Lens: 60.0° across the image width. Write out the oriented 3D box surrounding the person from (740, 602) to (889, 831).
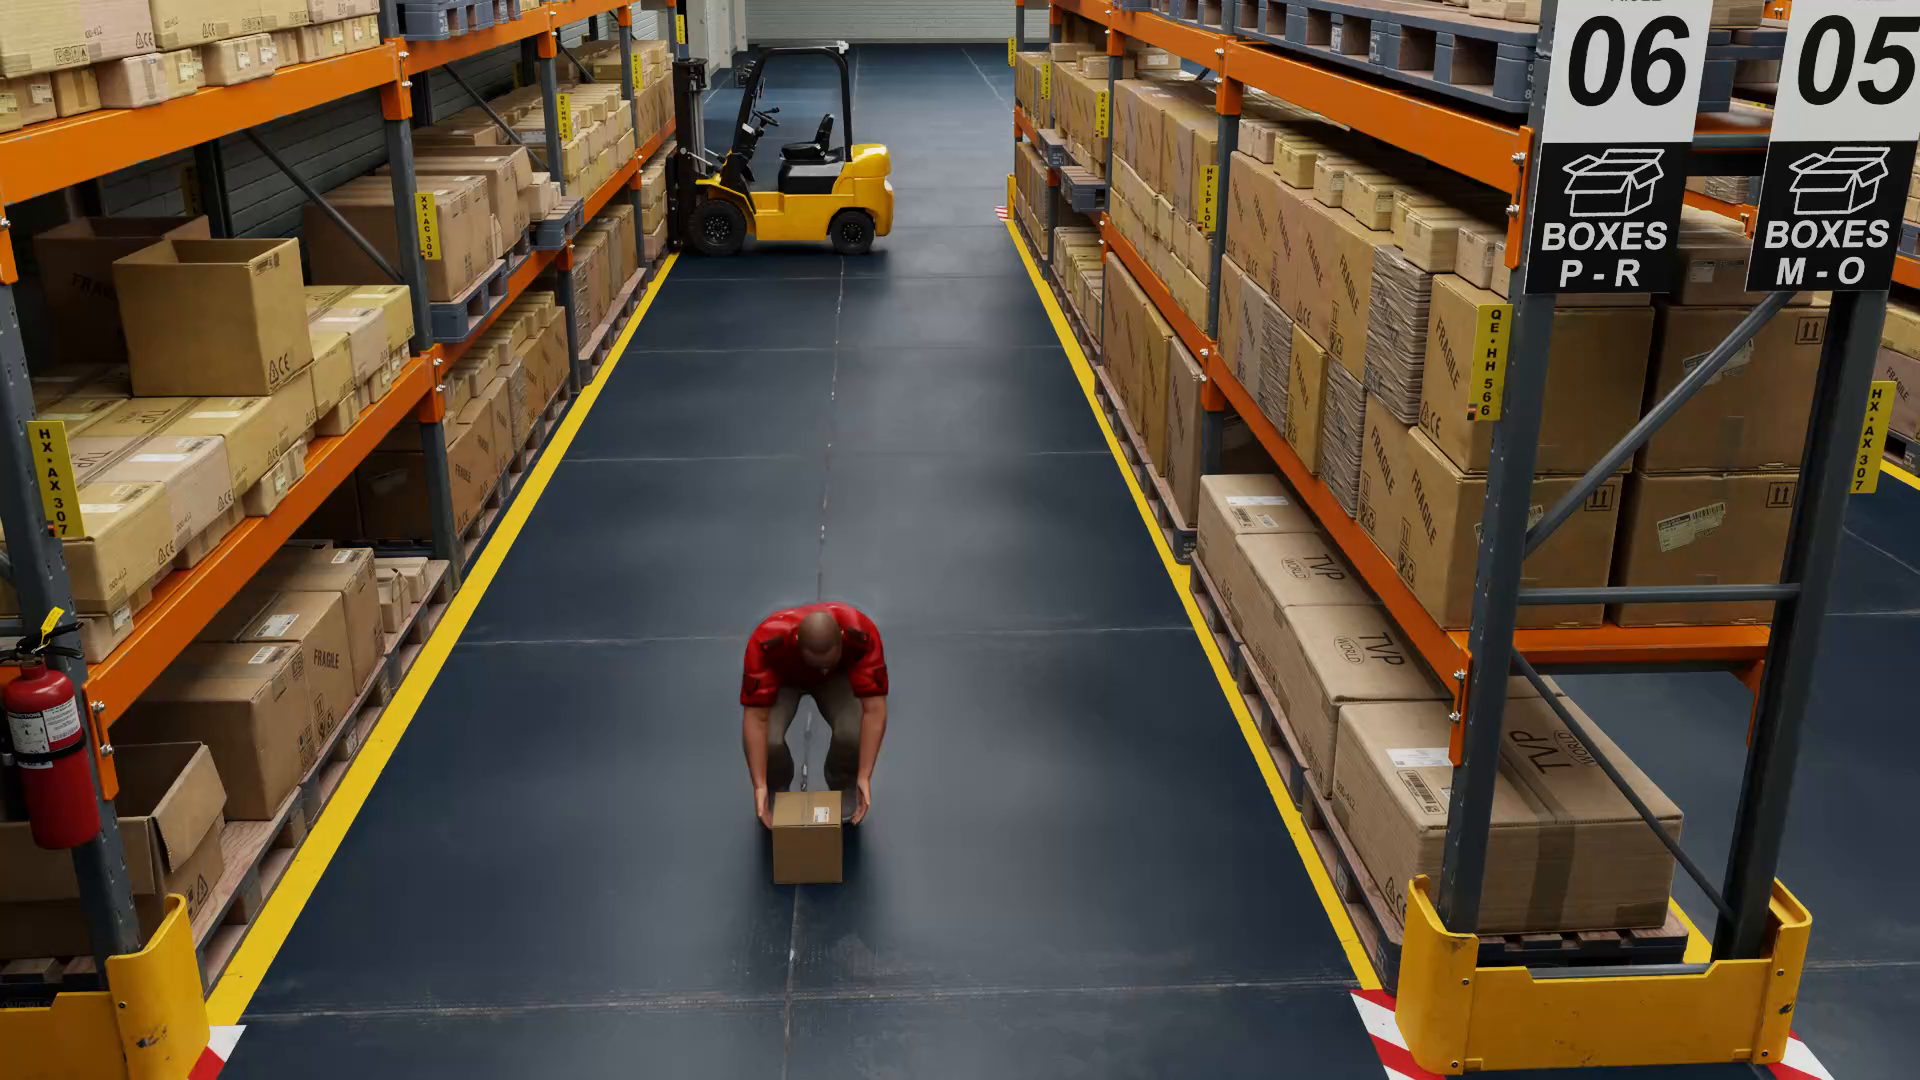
[{"bbox_3d":[-0.562,0.627,6.444,0.570,1.012,0.866,-1,20,-3],"label":"person"}]
